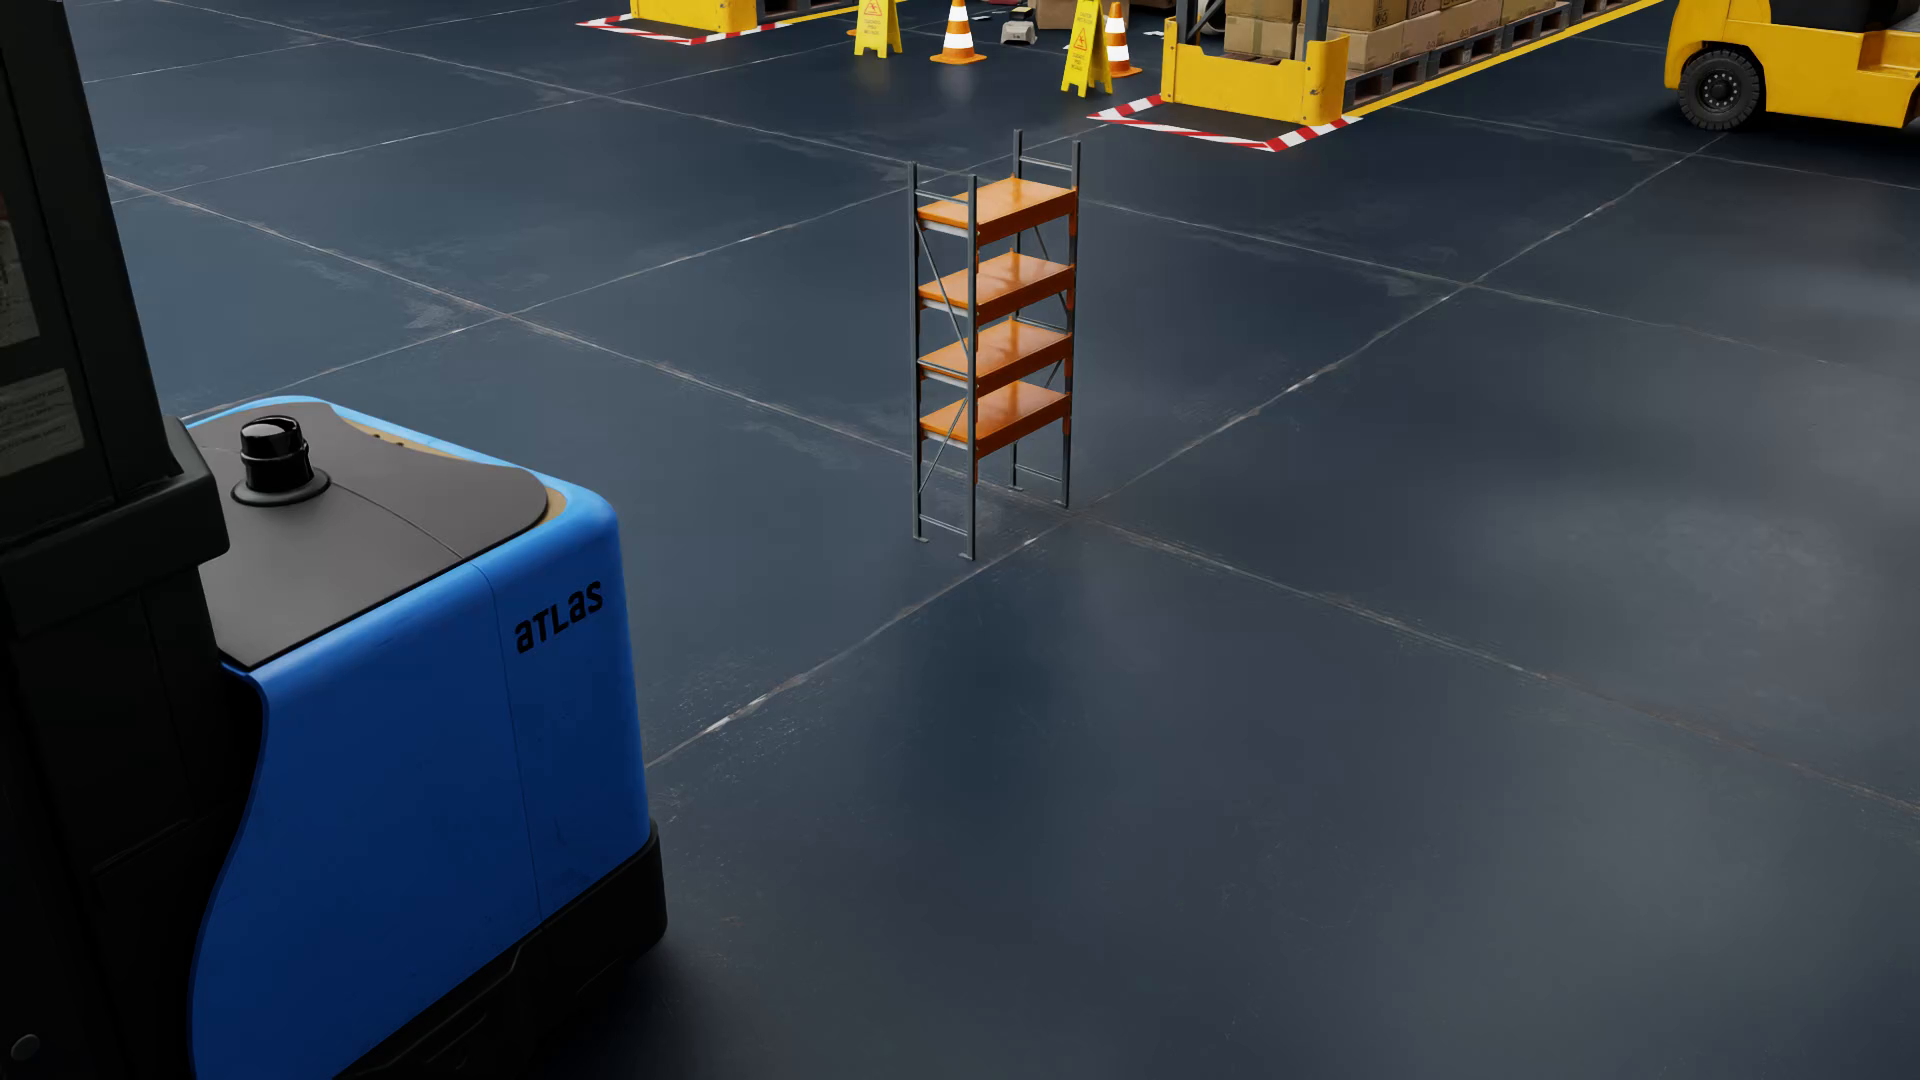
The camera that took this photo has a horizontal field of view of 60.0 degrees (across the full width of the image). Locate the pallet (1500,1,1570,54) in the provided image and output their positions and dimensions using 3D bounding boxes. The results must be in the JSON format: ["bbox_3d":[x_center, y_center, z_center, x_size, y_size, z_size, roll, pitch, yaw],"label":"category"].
[{"bbox_3d":[3.927,-3.973,12.700,1.003,0.211,1.213,21,34,34],"label":"pallet"}]

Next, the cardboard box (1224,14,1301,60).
[{"bbox_3d":[2.105,-3.381,11.056,0.500,0.250,0.500,21,34,34],"label":"cardboard box"}]

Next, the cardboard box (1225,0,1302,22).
[{"bbox_3d":[2.091,-3.700,10.857,0.500,0.500,0.500,21,34,35],"label":"cardboard box"}]

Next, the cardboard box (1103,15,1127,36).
[{"bbox_3d":[1.058,-3.830,12.492,0.250,0.149,0.380,-10,29,-18],"label":"cardboard box"}]

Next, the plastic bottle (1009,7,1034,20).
[{"bbox_3d":[0.502,-4.254,13.406,0.133,0.061,0.283,9,29,17],"label":"plastic bottle"}]

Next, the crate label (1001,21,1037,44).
[{"bbox_3d":[0.441,-3.800,12.447,0.250,0.136,0.298,4,28,8],"label":"crate label"}]

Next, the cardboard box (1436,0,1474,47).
[{"bbox_3d":[3.177,-3.588,11.457,0.500,0.250,0.500,24,35,38],"label":"cardboard box"}]

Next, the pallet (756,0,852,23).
[{"bbox_3d":[-1.653,-4.520,13.758,1.003,0.211,1.213,21,34,34],"label":"pallet"}]

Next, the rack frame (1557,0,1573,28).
[{"bbox_3d":[4.327,-5.460,12.539,1.000,3.000,0.127,21,34,34],"label":"rack frame"}]

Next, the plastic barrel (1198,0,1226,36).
[{"bbox_3d":[1.929,-4.072,12.661,0.421,0.421,0.512,-5,28,-9],"label":"plastic barrel"}]

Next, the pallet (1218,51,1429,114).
[{"bbox_3d":[2.375,-3.108,11.028,1.003,0.211,1.213,21,34,34],"label":"pallet"}]

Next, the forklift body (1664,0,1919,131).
[{"bbox_3d":[5.414,-3.421,9.522,2.313,2.155,1.214,21,34,34],"label":"forklift body"}]

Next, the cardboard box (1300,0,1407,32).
[{"bbox_3d":[2.524,-3.554,10.574,0.500,0.500,0.500,19,33,33],"label":"cardboard box"}]

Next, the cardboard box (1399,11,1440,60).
[{"bbox_3d":[2.840,-3.391,11.075,0.500,0.250,0.500,22,35,36],"label":"cardboard box"}]

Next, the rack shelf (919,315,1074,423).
[{"bbox_3d":[0.105,-0.532,5.119,0.258,0.148,0.480,21,34,34],"label":"rack shelf"}]

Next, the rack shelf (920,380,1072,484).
[{"bbox_3d":[0.105,-0.355,5.210,0.258,0.148,0.480,21,34,34],"label":"rack shelf"}]

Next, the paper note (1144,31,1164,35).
[{"bbox_3d":[1.504,-3.892,12.753,0.142,0.019,0.148,-15,31,-27],"label":"paper note"}]

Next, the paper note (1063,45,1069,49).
[{"bbox_3d":[0.848,-3.640,12.253,0.148,0.019,0.142,9,29,17],"label":"paper note"}]

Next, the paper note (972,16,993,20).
[{"bbox_3d":[0.180,-4.178,13.295,0.142,0.017,0.144,-15,31,-27],"label":"paper note"}]

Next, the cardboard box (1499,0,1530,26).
[{"bbox_3d":[3.828,-3.945,12.147,0.500,0.250,0.500,20,33,33],"label":"cardboard box"}]

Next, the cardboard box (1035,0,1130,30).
[{"bbox_3d":[0.947,-4.295,13.006,0.797,0.503,0.637,0,27,0],"label":"cardboard box"}]

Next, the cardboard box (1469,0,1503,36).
[{"bbox_3d":[3.501,-3.766,11.801,0.500,0.250,0.500,21,34,35],"label":"cardboard box"}]

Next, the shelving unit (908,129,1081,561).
[{"bbox_3d":[0.105,-0.592,5.088,0.258,1.200,0.503,21,34,34],"label":"shelving unit"}]

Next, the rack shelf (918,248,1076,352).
[{"bbox_3d":[0.105,-0.731,5.016,0.258,0.148,0.480,21,34,34],"label":"rack shelf"}]

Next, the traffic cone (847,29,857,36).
[{"bbox_3d":[-0.667,-4.099,12.670,0.336,0.463,0.334,21,34,34],"label":"traffic cone"}]

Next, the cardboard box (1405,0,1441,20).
[{"bbox_3d":[2.853,-3.740,10.935,0.500,0.500,0.500,19,33,33],"label":"cardboard box"}]

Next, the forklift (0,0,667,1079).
[{"bbox_3d":[-1.858,0.010,2.042,1.130,2.935,3.031,17,32,30],"label":"forklift"}]

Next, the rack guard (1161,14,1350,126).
[{"bbox_3d":[1.831,-2.958,10.424,1.175,0.500,0.348,21,34,34],"label":"rack guard"}]

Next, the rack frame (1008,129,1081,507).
[{"bbox_3d":[0.260,-0.678,5.255,0.240,1.200,0.015,21,34,34],"label":"rack frame"}]

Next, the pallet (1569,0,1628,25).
[{"bbox_3d":[4.821,-4.498,13.715,1.003,0.211,1.213,21,34,34],"label":"pallet"}]

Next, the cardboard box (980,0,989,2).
[{"bbox_3d":[0.248,-4.911,14.197,0.500,0.500,0.500,-21,34,-35],"label":"cardboard box"}]

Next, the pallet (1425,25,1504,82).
[{"bbox_3d":[3.152,-3.538,11.860,1.003,0.211,1.213,21,34,34],"label":"pallet"}]

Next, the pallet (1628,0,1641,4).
[{"bbox_3d":[5.597,-4.932,14.554,1.003,0.211,1.213,21,34,34],"label":"pallet"}]

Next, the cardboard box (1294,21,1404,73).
[{"bbox_3d":[2.509,-3.212,10.730,0.500,0.250,0.500,20,34,34],"label":"cardboard box"}]

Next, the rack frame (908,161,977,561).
[{"bbox_3d":[-0.050,-0.505,4.921,0.240,1.200,0.015,21,34,34],"label":"rack frame"}]

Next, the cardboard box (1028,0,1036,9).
[{"bbox_3d":[0.771,-4.509,13.676,0.258,0.266,0.396,-21,34,-35],"label":"cardboard box"}]

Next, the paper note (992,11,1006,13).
[{"bbox_3d":[0.320,-4.304,13.559,0.123,0.001,0.032,-10,29,-18],"label":"paper note"}]

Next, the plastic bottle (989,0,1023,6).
[{"bbox_3d":[0.396,-4.511,13.904,0.283,0.061,0.133,9,29,17],"label":"plastic bottle"}]

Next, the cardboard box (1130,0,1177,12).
[{"bbox_3d":[1.535,-4.690,13.620,0.797,0.637,0.503,21,34,34],"label":"cardboard box"}]

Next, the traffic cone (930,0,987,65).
[{"bbox_3d":[-0.012,-3.648,11.798,0.336,0.463,0.334,21,34,34],"label":"traffic cone"}]

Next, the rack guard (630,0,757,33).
[{"bbox_3d":[-2.116,-4.334,13.083,1.175,0.500,0.348,21,34,34],"label":"rack guard"}]

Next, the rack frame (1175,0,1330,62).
[{"bbox_3d":[1.783,-4.042,9.798,1.000,3.000,0.127,21,34,34],"label":"rack frame"}]

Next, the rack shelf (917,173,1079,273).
[{"bbox_3d":[0.105,-0.941,4.907,0.258,0.148,0.480,21,34,34],"label":"rack shelf"}]

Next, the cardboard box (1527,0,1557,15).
[{"bbox_3d":[4.159,-4.137,12.518,0.500,0.250,0.500,23,35,37],"label":"cardboard box"}]

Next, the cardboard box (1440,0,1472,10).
[{"bbox_3d":[3.179,-3.916,11.274,0.500,0.500,0.500,22,34,35],"label":"cardboard box"}]

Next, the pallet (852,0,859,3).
[{"bbox_3d":[-0.876,-4.951,14.591,1.003,0.211,1.213,21,34,34],"label":"pallet"}]

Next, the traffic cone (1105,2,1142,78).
[{"bbox_3d":[1.061,-3.444,11.404,0.336,0.463,0.334,21,34,34],"label":"traffic cone"}]

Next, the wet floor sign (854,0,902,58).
[{"bbox_3d":[-0.591,-3.818,11.928,0.267,0.644,0.232,15,31,26],"label":"wet floor sign"}]

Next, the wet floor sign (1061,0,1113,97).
[{"bbox_3d":[0.836,-3.241,10.813,0.232,0.644,0.267,-15,31,-27],"label":"wet floor sign"}]
